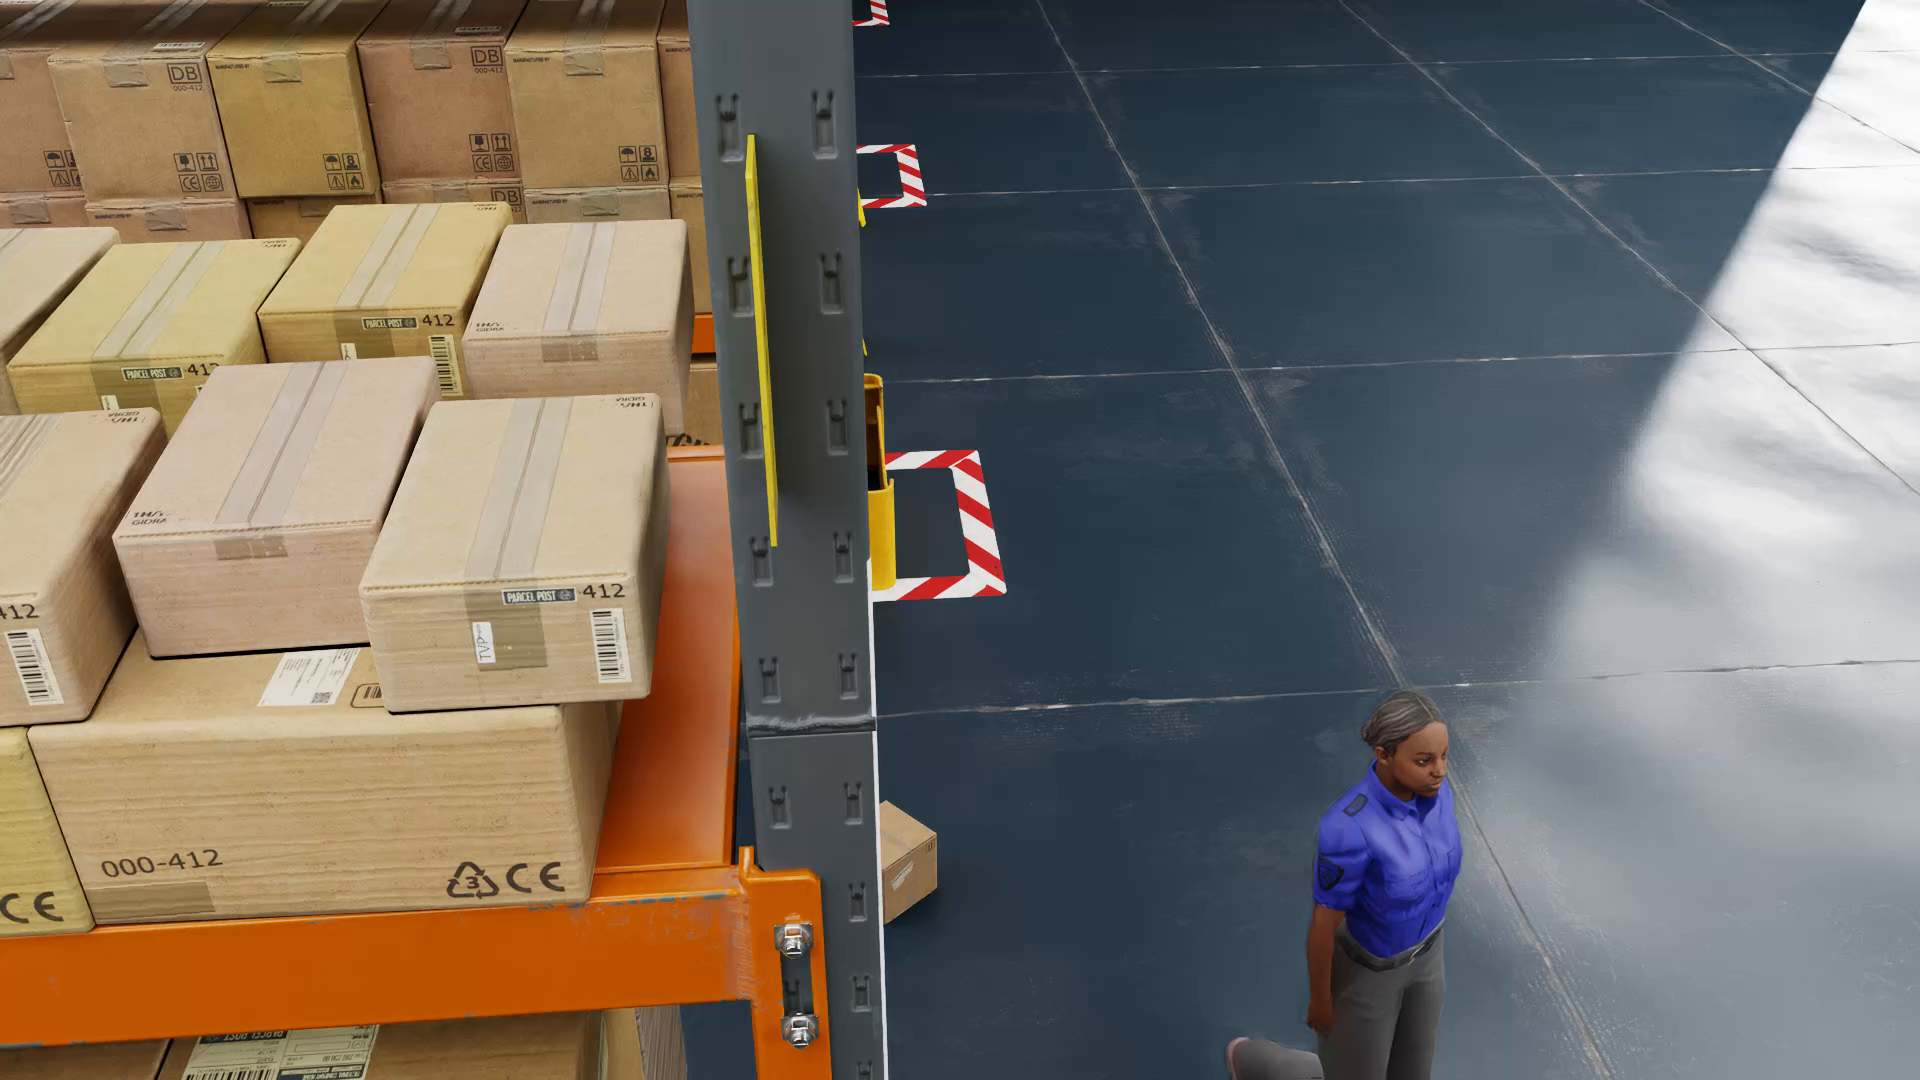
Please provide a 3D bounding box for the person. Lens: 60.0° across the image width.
[{"bbox_3d":[1.044,1.076,4.334,0.448,1.636,0.611,-22,38,-32],"label":"person"}]
